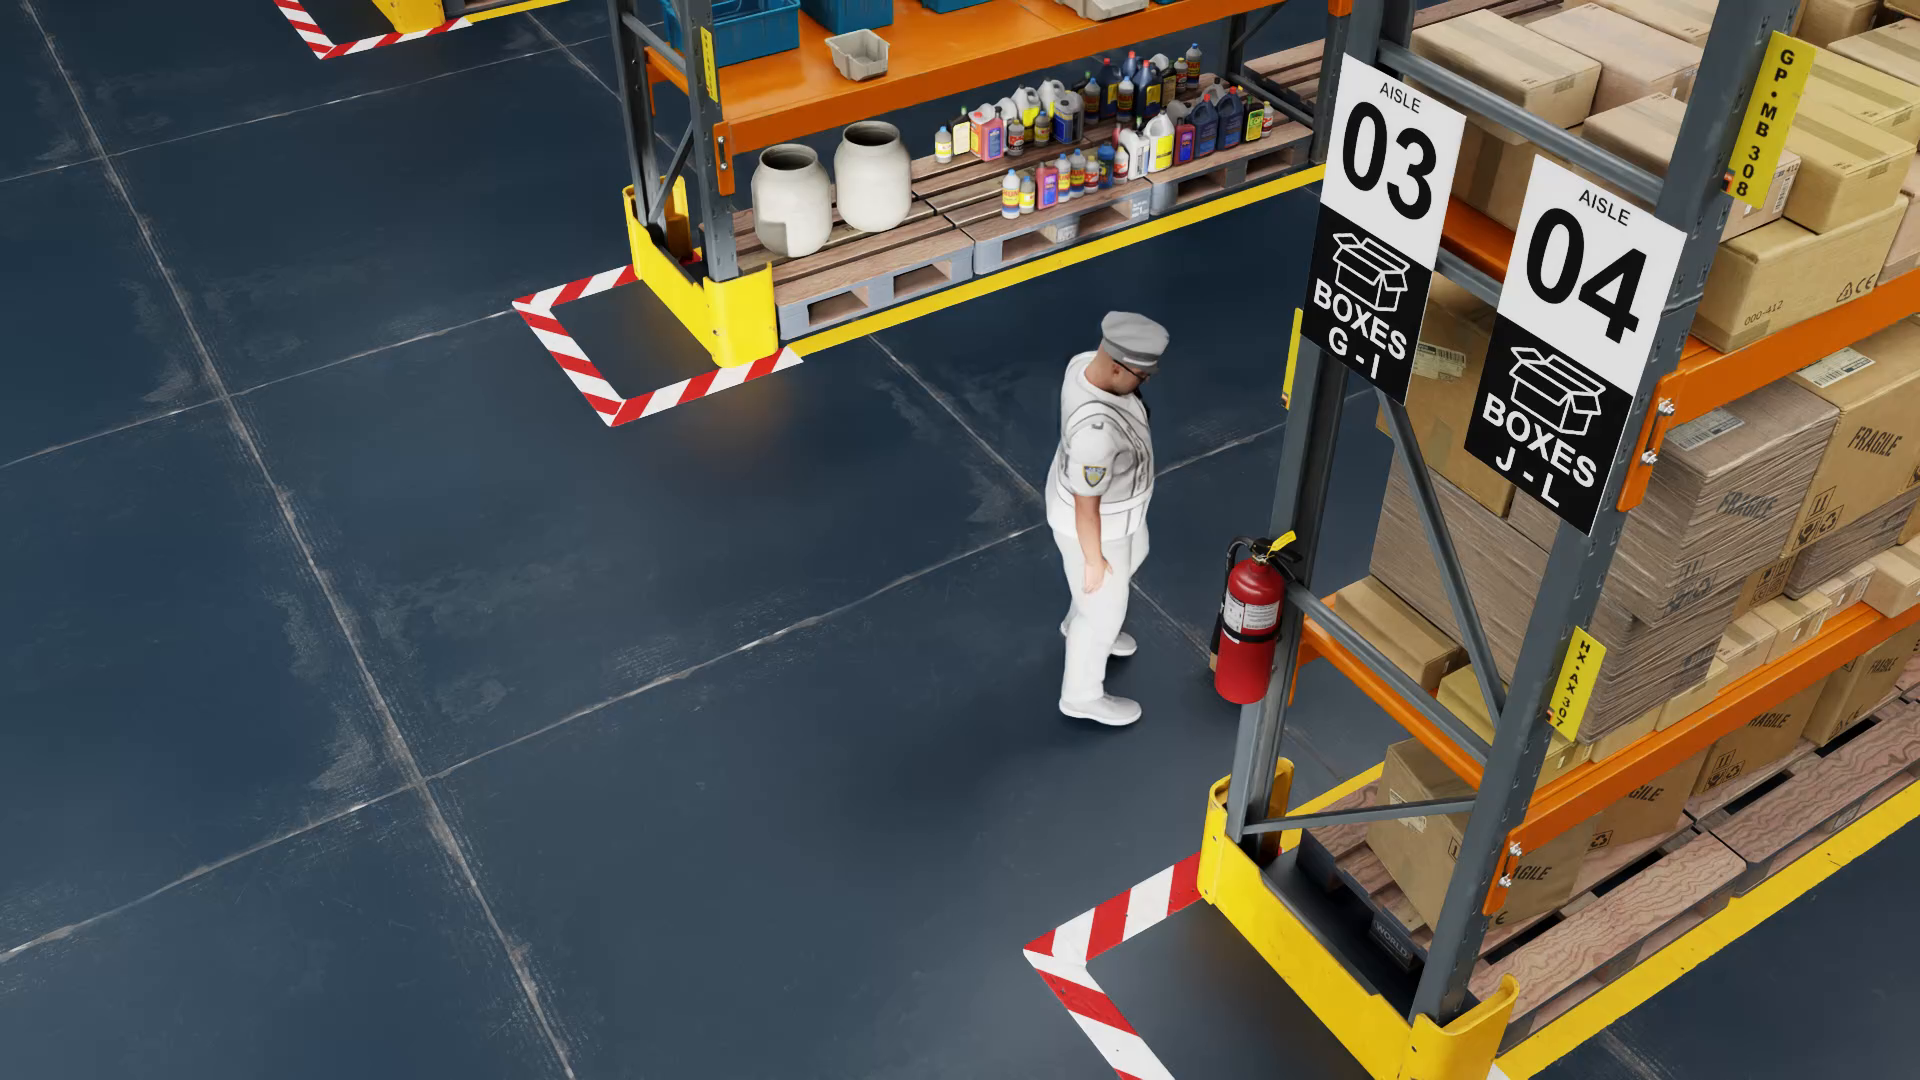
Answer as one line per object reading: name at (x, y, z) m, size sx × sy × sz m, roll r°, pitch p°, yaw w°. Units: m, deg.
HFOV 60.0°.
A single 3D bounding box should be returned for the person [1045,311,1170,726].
person at (0.532, -0.097, 6.241) m, size 0.425 × 1.742 × 0.606 m, roll 1°, pitch 41°, yaw 1°
